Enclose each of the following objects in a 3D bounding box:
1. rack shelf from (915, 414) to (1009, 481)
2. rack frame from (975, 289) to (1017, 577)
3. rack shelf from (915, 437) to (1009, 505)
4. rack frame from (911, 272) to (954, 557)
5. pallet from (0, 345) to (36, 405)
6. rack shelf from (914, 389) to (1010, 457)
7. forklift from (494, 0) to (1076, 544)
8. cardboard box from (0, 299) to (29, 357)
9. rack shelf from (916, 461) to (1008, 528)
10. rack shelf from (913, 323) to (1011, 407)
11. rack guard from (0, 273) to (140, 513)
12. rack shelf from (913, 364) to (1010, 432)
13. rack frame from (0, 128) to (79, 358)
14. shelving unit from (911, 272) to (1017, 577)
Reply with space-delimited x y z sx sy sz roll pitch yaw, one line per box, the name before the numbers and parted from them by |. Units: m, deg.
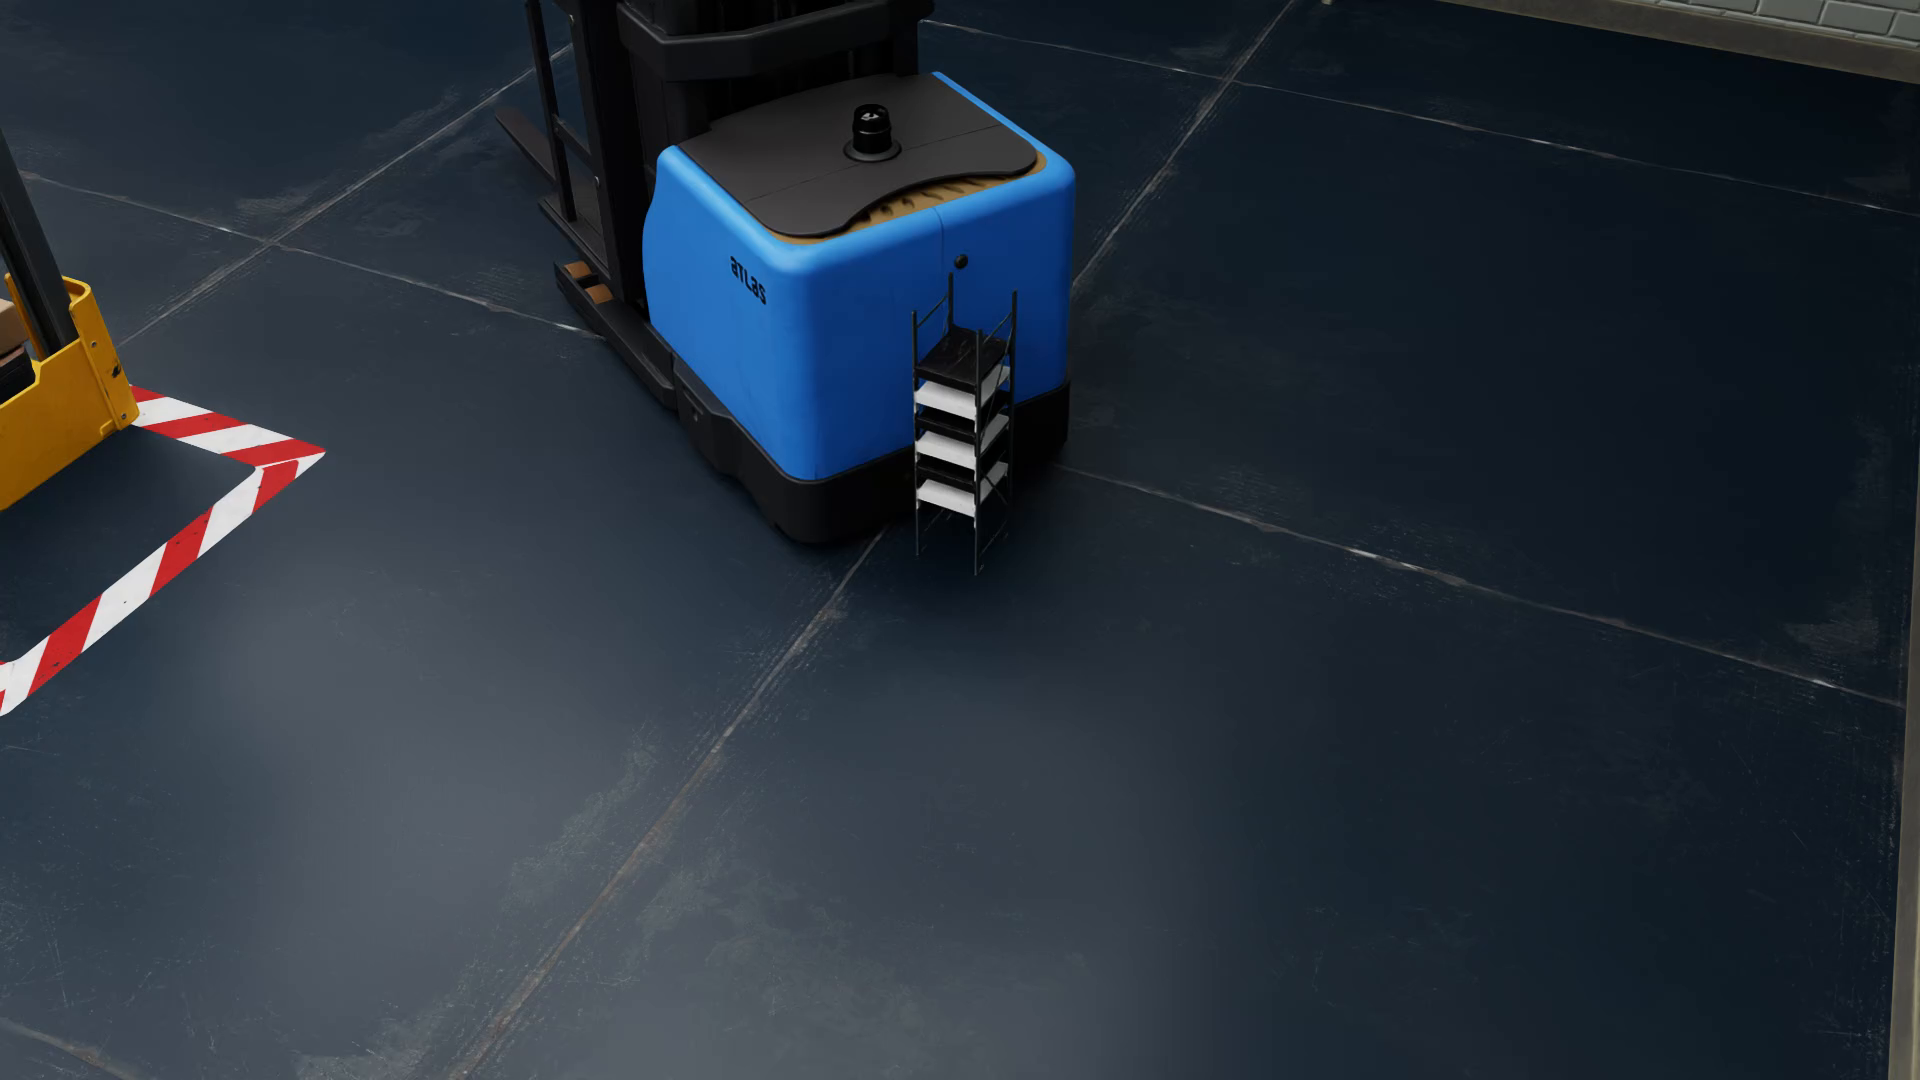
rack shelf | 0.013 -0.302 4.962 0.200 0.077 0.258 19 44 20
rack frame | 0.104 -0.297 4.905 0.006 0.900 0.240 19 44 20
rack shelf | 0.013 -0.234 5.021 0.200 0.077 0.258 19 44 20
rack frame | -0.077 -0.358 4.976 0.006 0.900 0.240 19 44 20
pallet | -3.940 -0.448 5.606 1.213 0.211 1.003 17 44 19
rack shelf | 0.013 -0.370 4.903 0.200 0.077 0.258 19 44 20
forklift | -0.860 -2.034 5.359 1.130 2.935 3.031 -23 46 -24
cardboard box | -3.383 -0.670 5.573 0.250 0.149 0.380 17 44 19
rack shelf | 0.013 -0.166 5.080 0.200 0.077 0.258 19 44 20
rack shelf | 0.013 -0.506 4.786 0.200 0.077 0.258 19 44 20
rack guard | -3.217 -0.337 5.257 0.348 0.500 1.175 17 44 19
rack shelf | 0.013 -0.438 4.845 0.200 0.077 0.258 19 44 20
rack frame | -3.148 -1.261 4.414 0.127 3.000 1.000 17 44 19
shelving unit | 0.013 -0.327 4.941 0.210 0.900 0.258 19 44 20
